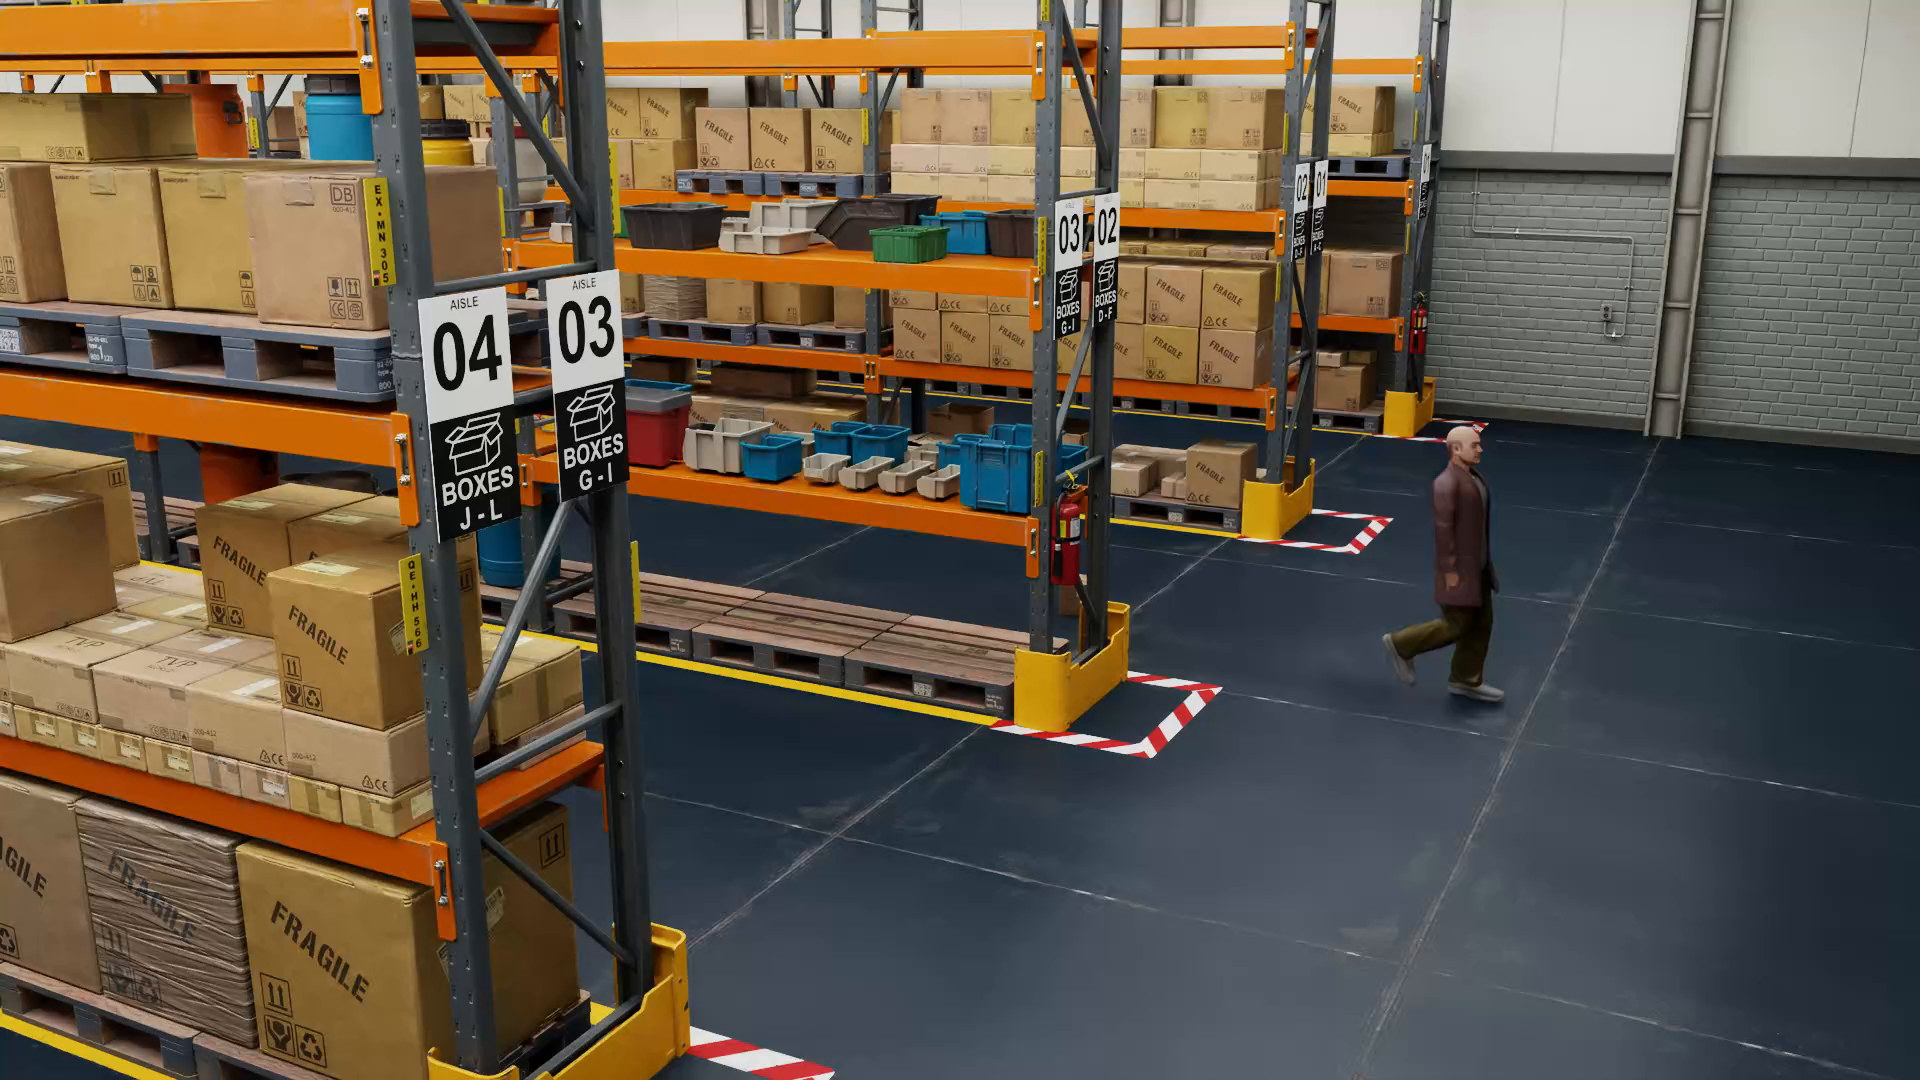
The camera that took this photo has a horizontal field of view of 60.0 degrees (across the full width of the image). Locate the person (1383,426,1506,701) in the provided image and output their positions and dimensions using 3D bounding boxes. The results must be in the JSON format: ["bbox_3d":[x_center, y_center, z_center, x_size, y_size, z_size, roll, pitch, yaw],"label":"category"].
[{"bbox_3d":[3.137,0.144,10.592,0.778,1.756,0.563,12,19,37],"label":"person"}]
